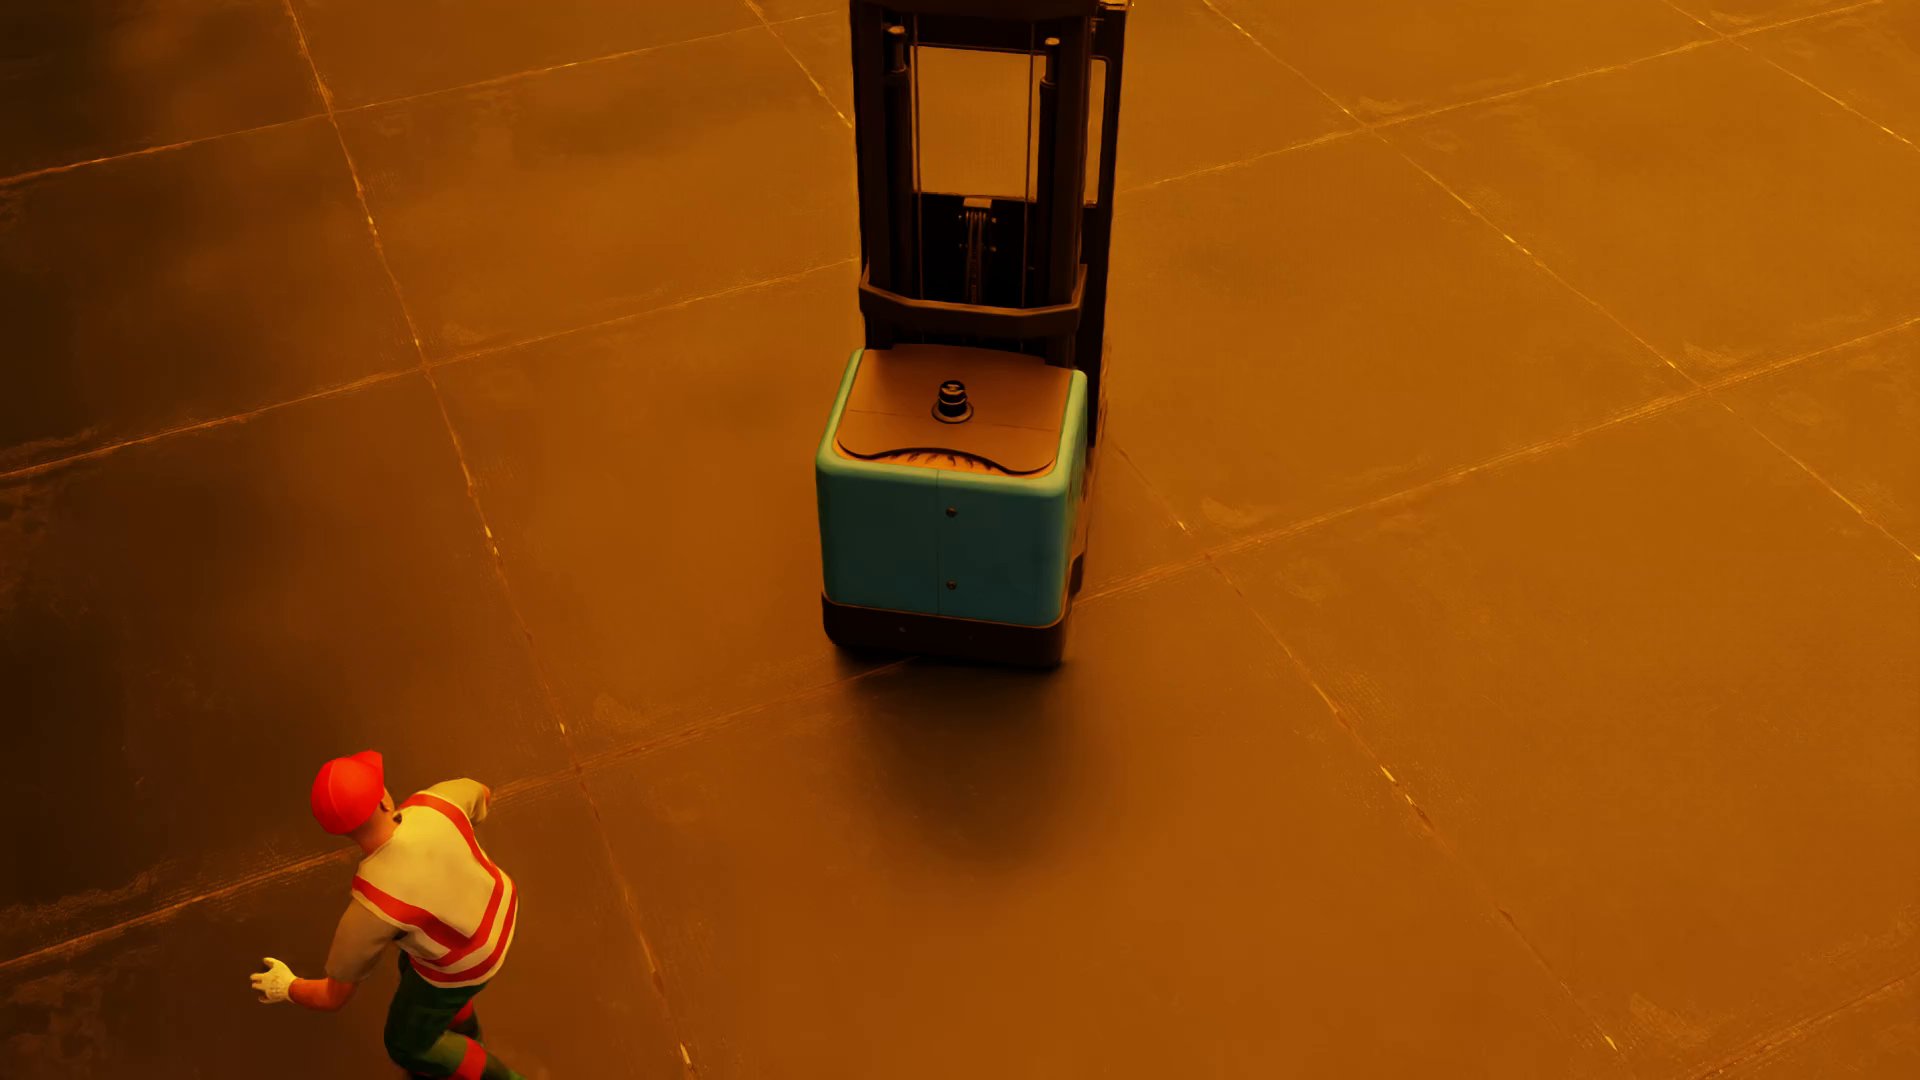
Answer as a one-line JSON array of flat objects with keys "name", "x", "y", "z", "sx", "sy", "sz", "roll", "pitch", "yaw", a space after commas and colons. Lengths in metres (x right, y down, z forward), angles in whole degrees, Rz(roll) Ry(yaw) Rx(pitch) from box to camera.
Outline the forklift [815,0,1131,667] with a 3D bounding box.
[{"name": "forklift", "x": 0.150, "y": -1.540, "z": 7.330, "sx": 1.130, "sy": 2.935, "sz": 3.031, "roll": 6, "pitch": 43, "yaw": 7}]

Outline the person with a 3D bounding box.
[{"name": "person", "x": -1.773, "y": 1.245, "z": 5.258, "sx": 0.726, "sy": 1.686, "sz": 0.821, "roll": 4, "pitch": 43, "yaw": 4}]
